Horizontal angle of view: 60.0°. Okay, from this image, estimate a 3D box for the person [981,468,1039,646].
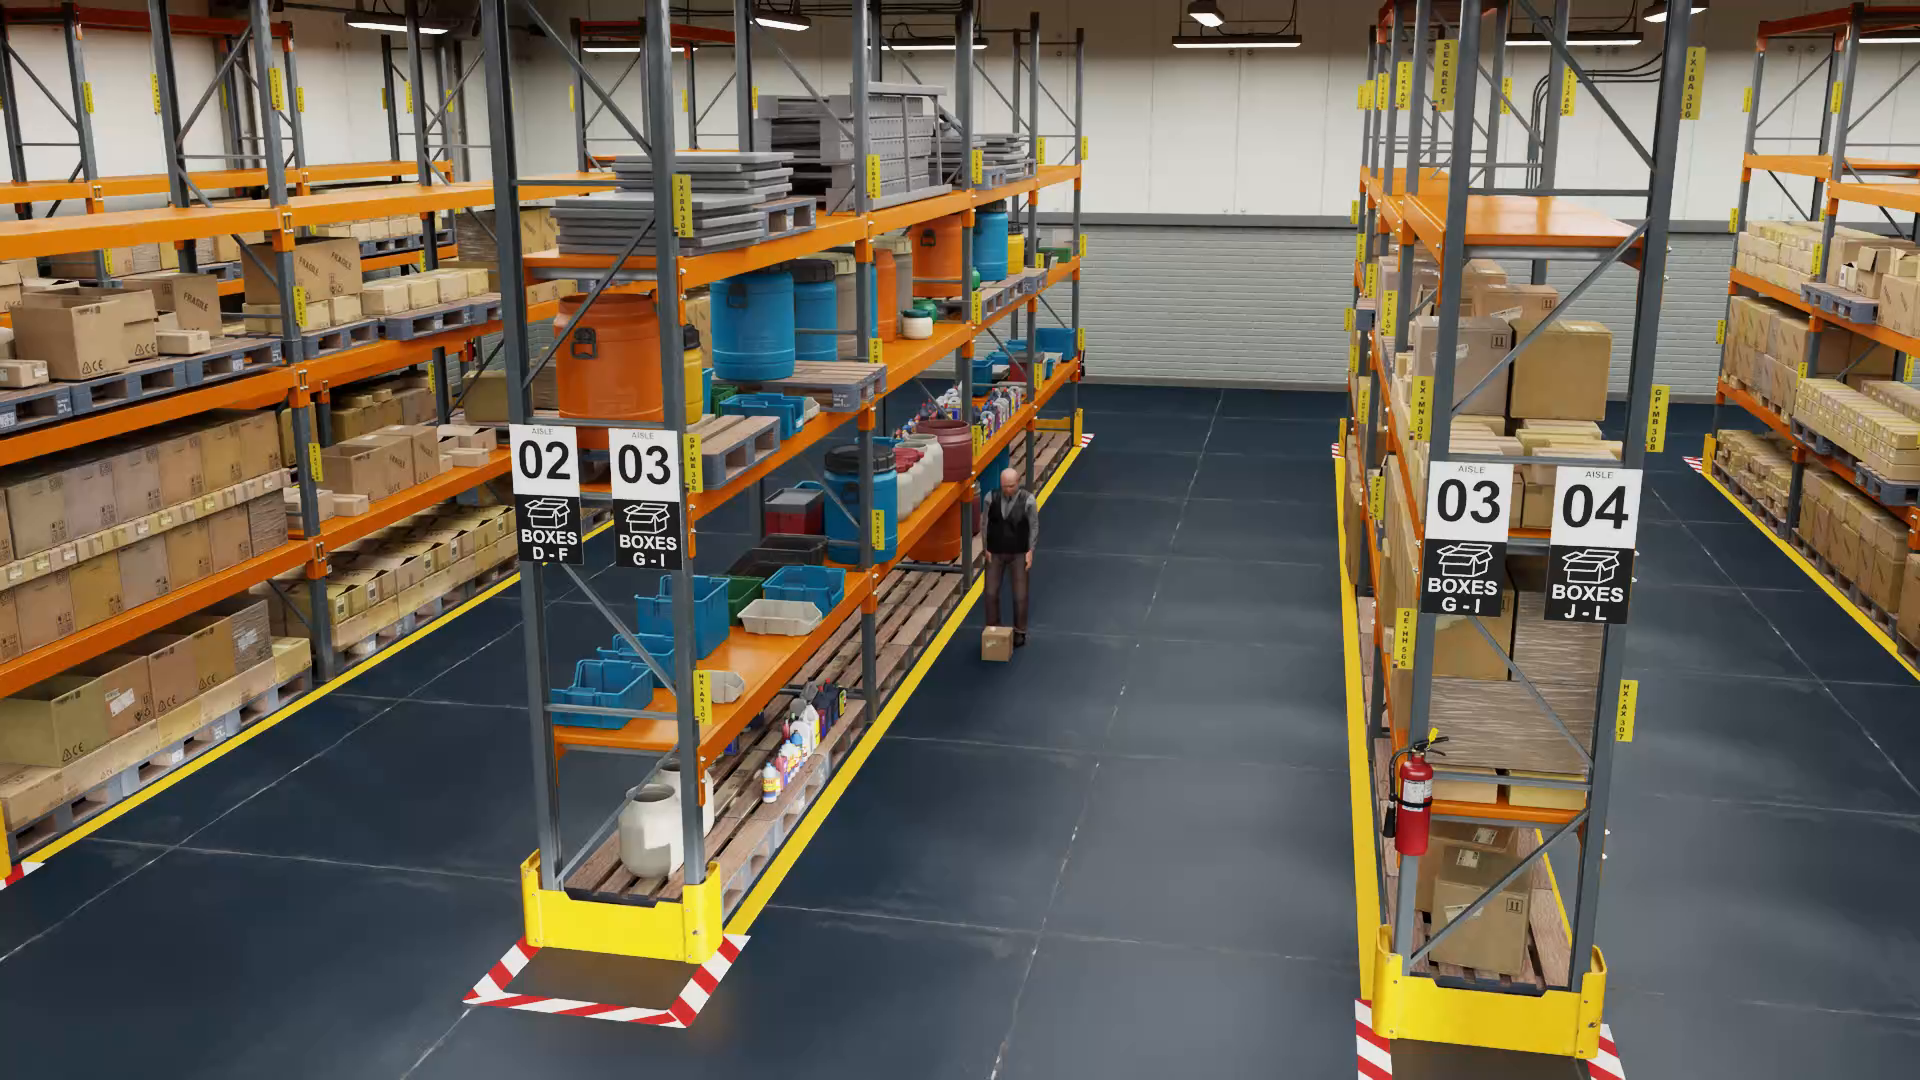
[{"bbox_3d":[0.469,0.143,15.586,0.549,1.691,0.390,3,15,12],"label":"person"}]
